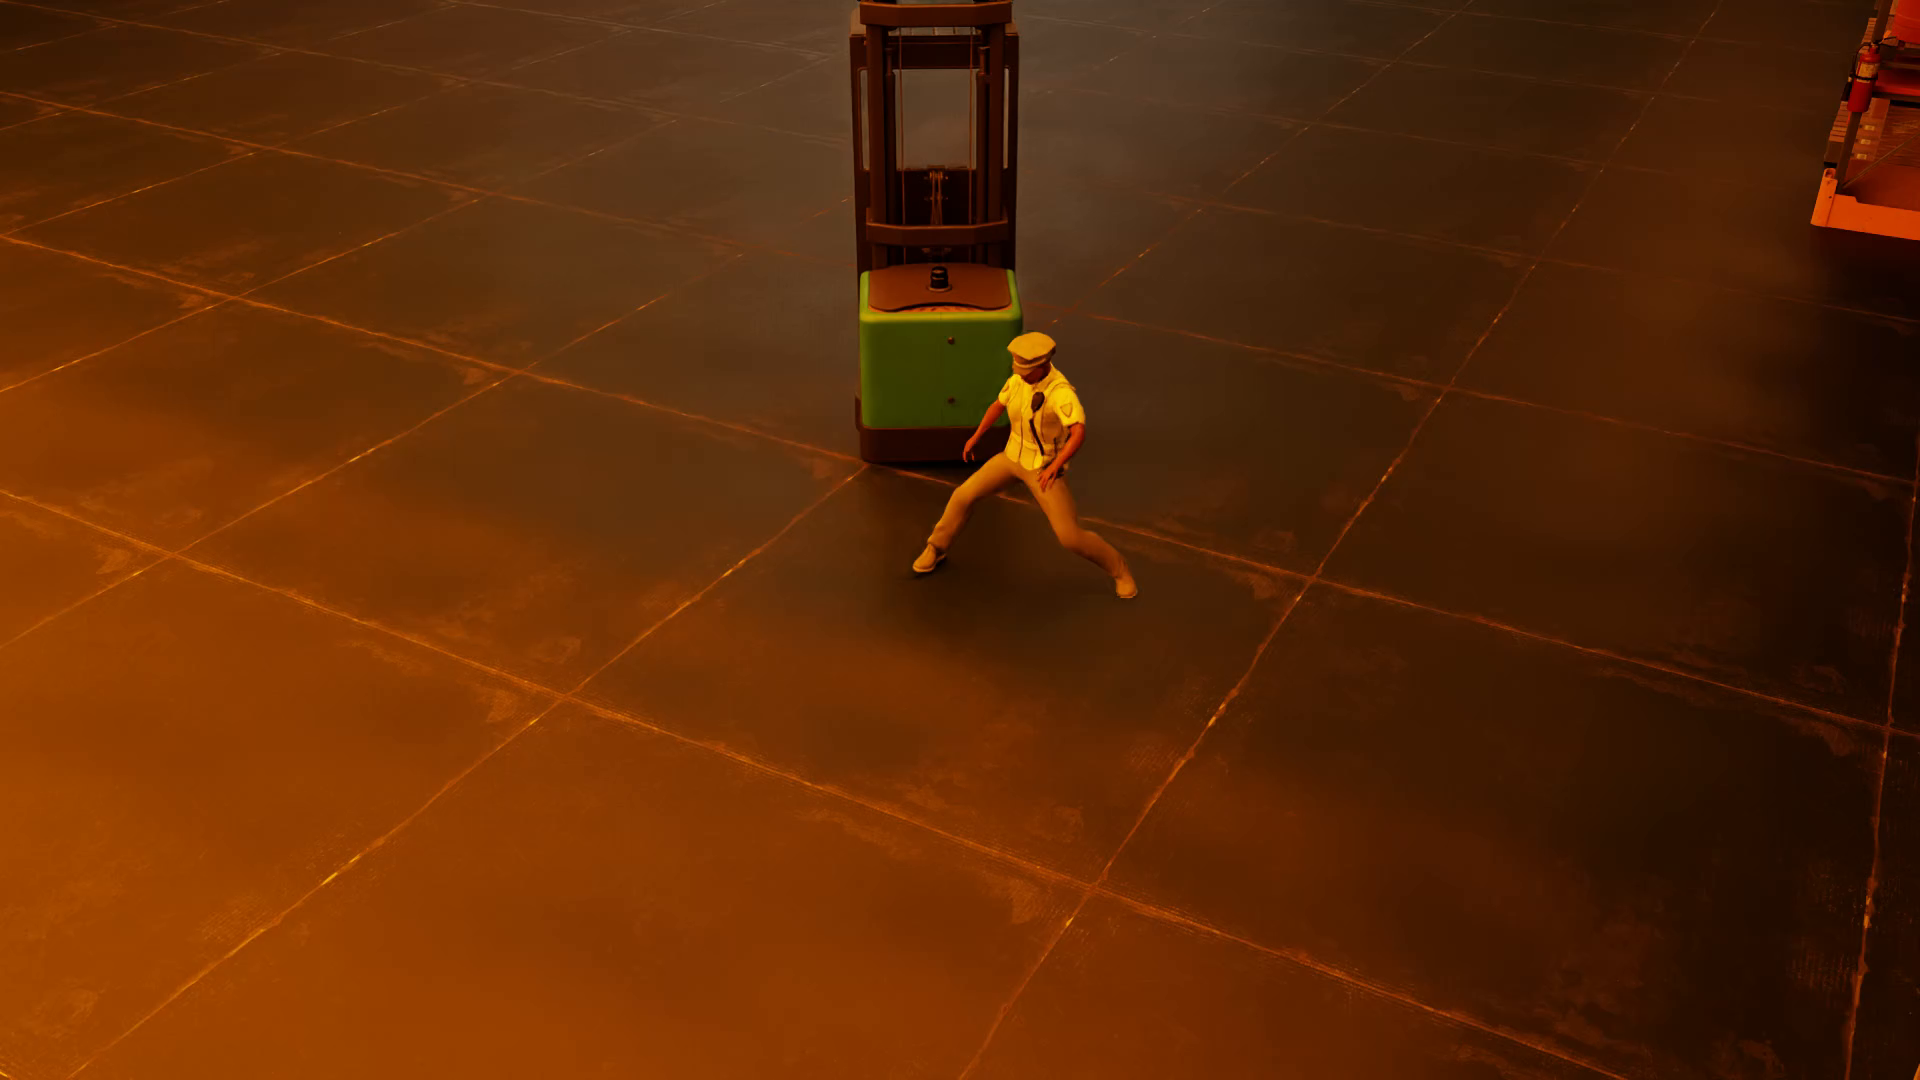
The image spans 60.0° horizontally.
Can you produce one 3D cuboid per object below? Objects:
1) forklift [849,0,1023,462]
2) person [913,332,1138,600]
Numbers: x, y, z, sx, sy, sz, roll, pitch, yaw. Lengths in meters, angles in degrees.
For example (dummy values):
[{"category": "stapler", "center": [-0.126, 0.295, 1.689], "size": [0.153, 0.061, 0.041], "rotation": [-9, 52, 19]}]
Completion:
[{"category": "forklift", "center": [-0.175, -2.474, 11.357], "size": [1.130, 2.935, 3.031], "rotation": [-1, 30, -2]}, {"category": "person", "center": [0.374, -0.398, 9.249], "size": [0.939, 1.494, 1.099], "rotation": [-23, 37, -34]}]
